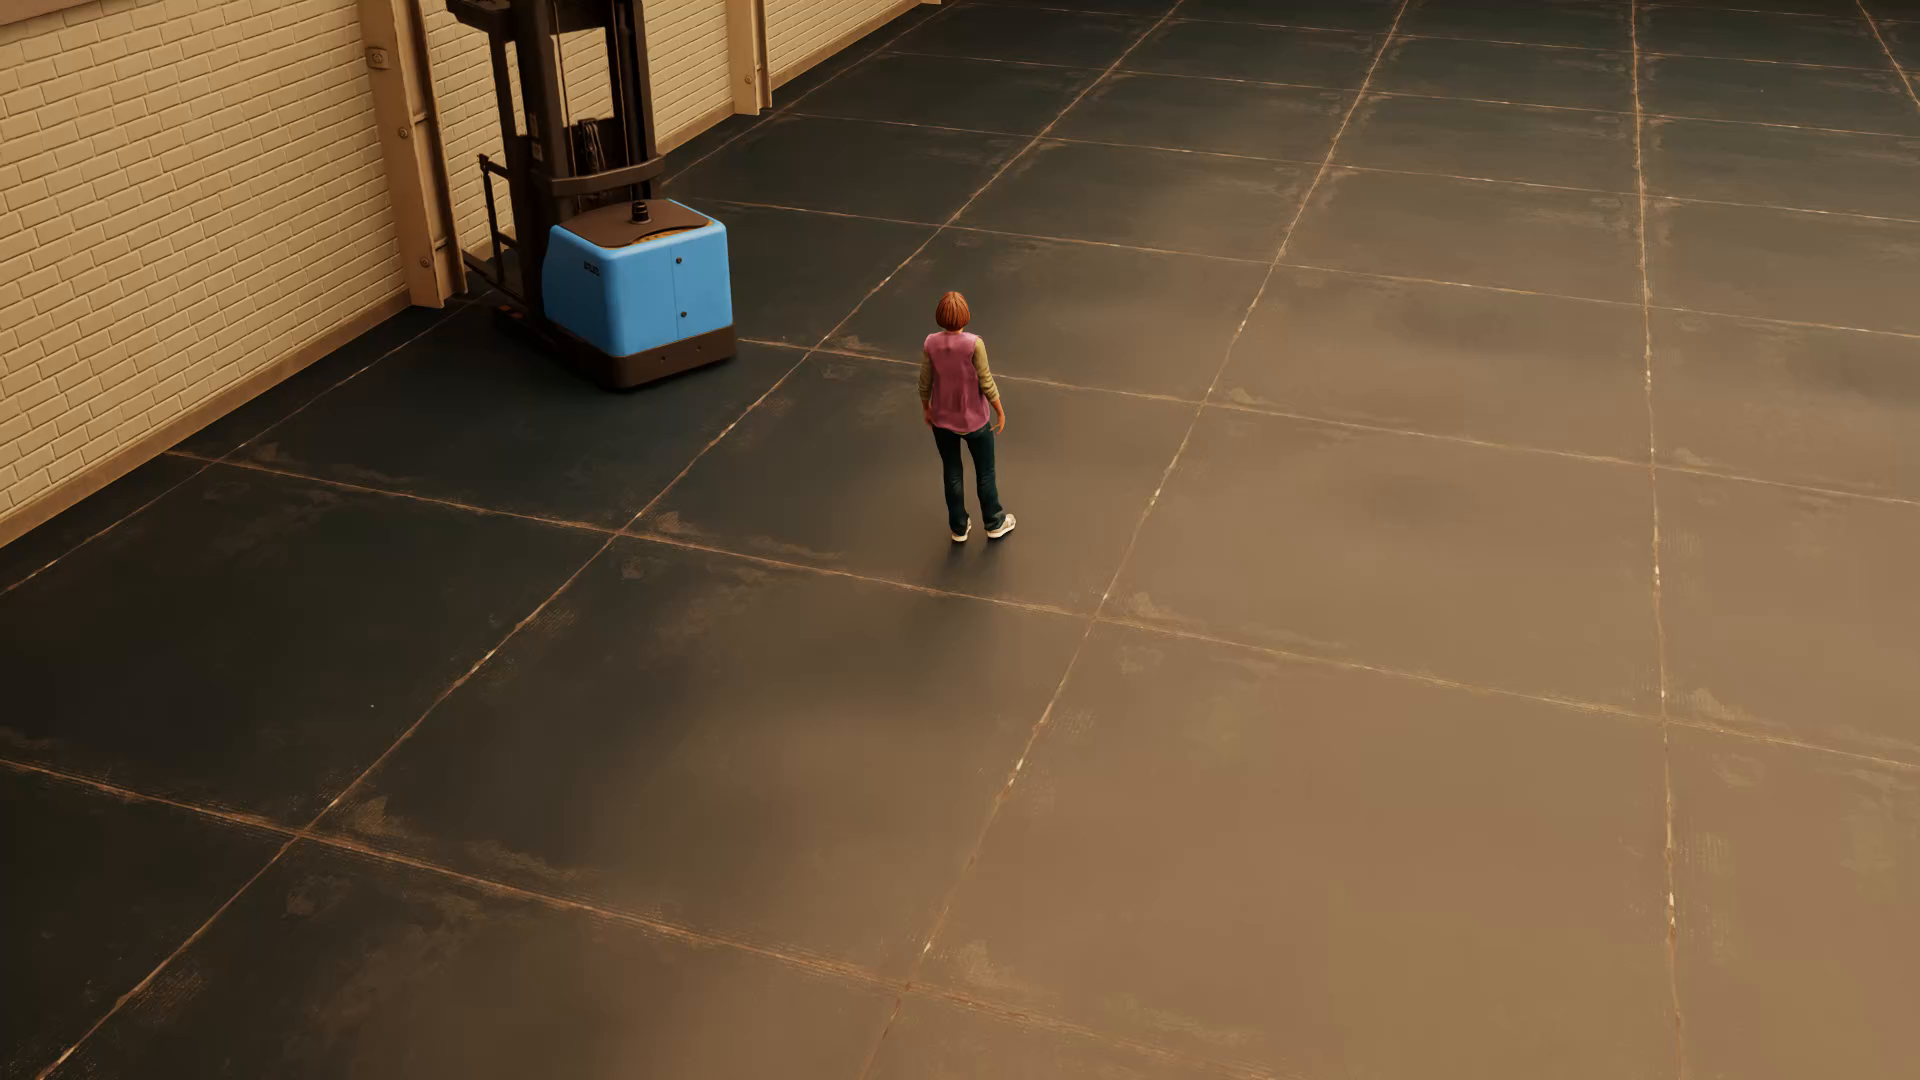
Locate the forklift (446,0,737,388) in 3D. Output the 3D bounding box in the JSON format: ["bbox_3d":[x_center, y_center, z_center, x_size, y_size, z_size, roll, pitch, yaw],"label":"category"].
[{"bbox_3d":[-2.997,-3.012,12.420,1.130,2.935,3.031,-23,37,-34],"label":"forklift"}]

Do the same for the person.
[{"bbox_3d":[0.038,-0.733,9.754,0.520,1.599,0.473,10,31,16],"label":"person"}]
